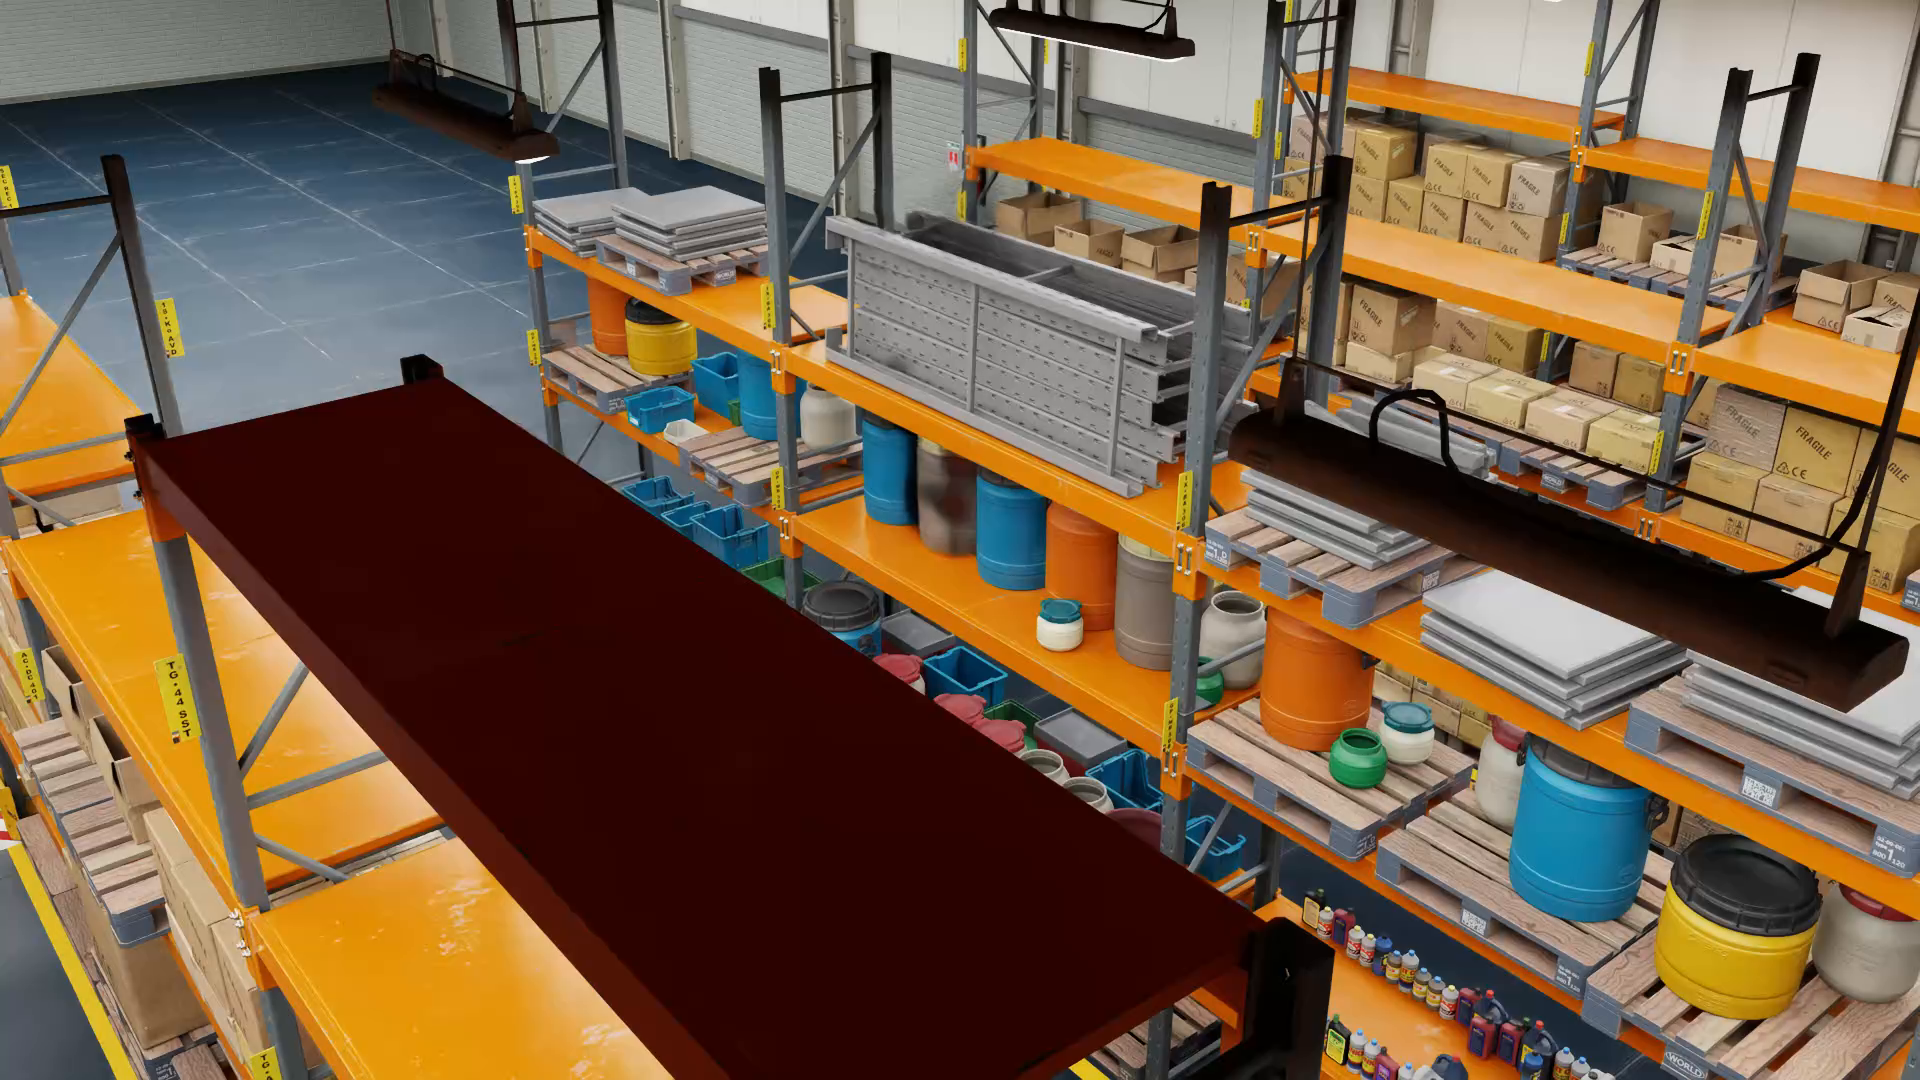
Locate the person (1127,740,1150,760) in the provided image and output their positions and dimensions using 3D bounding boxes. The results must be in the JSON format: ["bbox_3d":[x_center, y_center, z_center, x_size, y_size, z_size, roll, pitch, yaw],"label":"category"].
[{"bbox_3d":[1.297,1.350,13.717,0.519,1.554,0.536,19,32,34],"label":"person"}]
